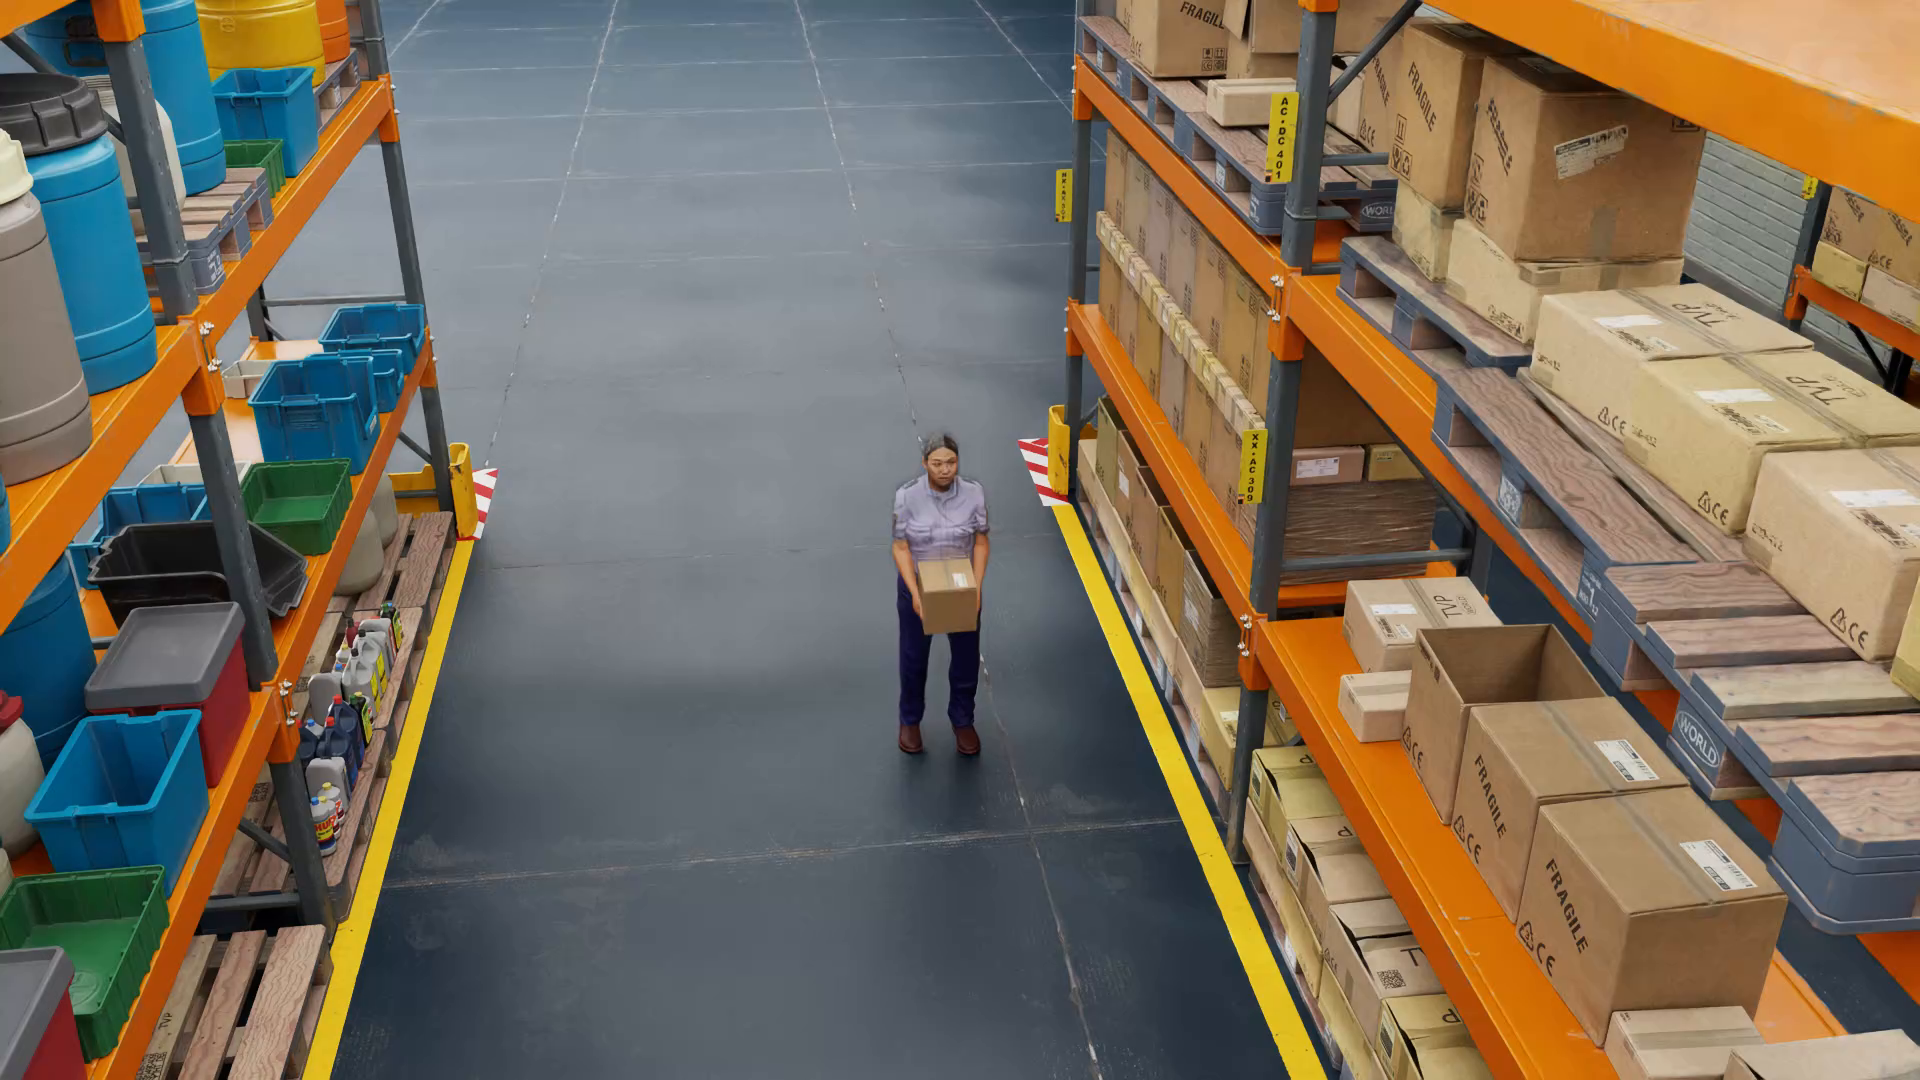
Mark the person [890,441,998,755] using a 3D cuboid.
[{"bbox_3d":[-0.084,0.274,8.112,0.563,1.638,0.418,-5,28,-9],"label":"person"}]
